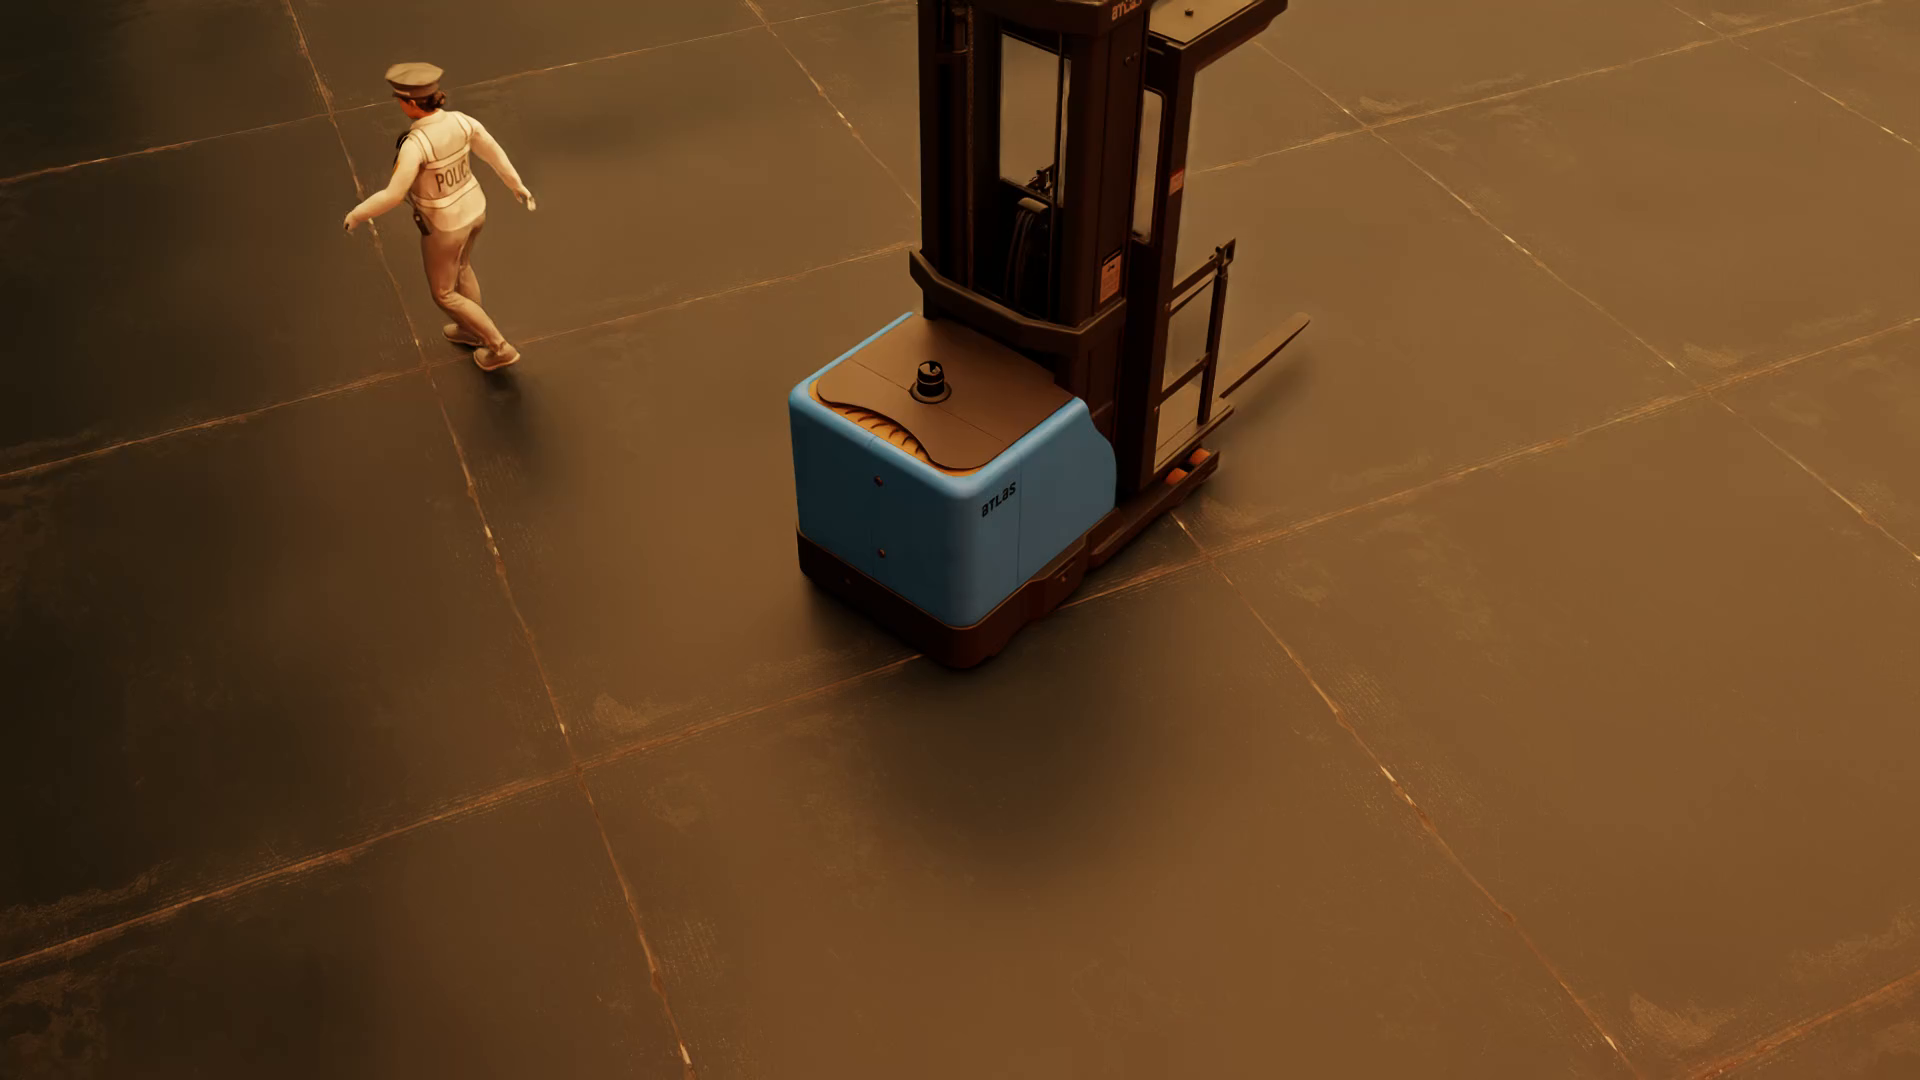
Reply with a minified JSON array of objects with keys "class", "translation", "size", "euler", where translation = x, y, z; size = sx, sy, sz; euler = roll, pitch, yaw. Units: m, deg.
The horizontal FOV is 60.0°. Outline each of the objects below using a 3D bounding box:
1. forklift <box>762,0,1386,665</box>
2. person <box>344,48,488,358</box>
[{"class":"forklift","translation":[0.666,-1.302,7.075],"size":[3.031,2.935,1.130],"euler":[-23,48,-23]},{"class":"person","translation":[-2.807,-1.667,8.452],"size":[0.507,1.716,0.589],"euler":[23,48,23]}]
